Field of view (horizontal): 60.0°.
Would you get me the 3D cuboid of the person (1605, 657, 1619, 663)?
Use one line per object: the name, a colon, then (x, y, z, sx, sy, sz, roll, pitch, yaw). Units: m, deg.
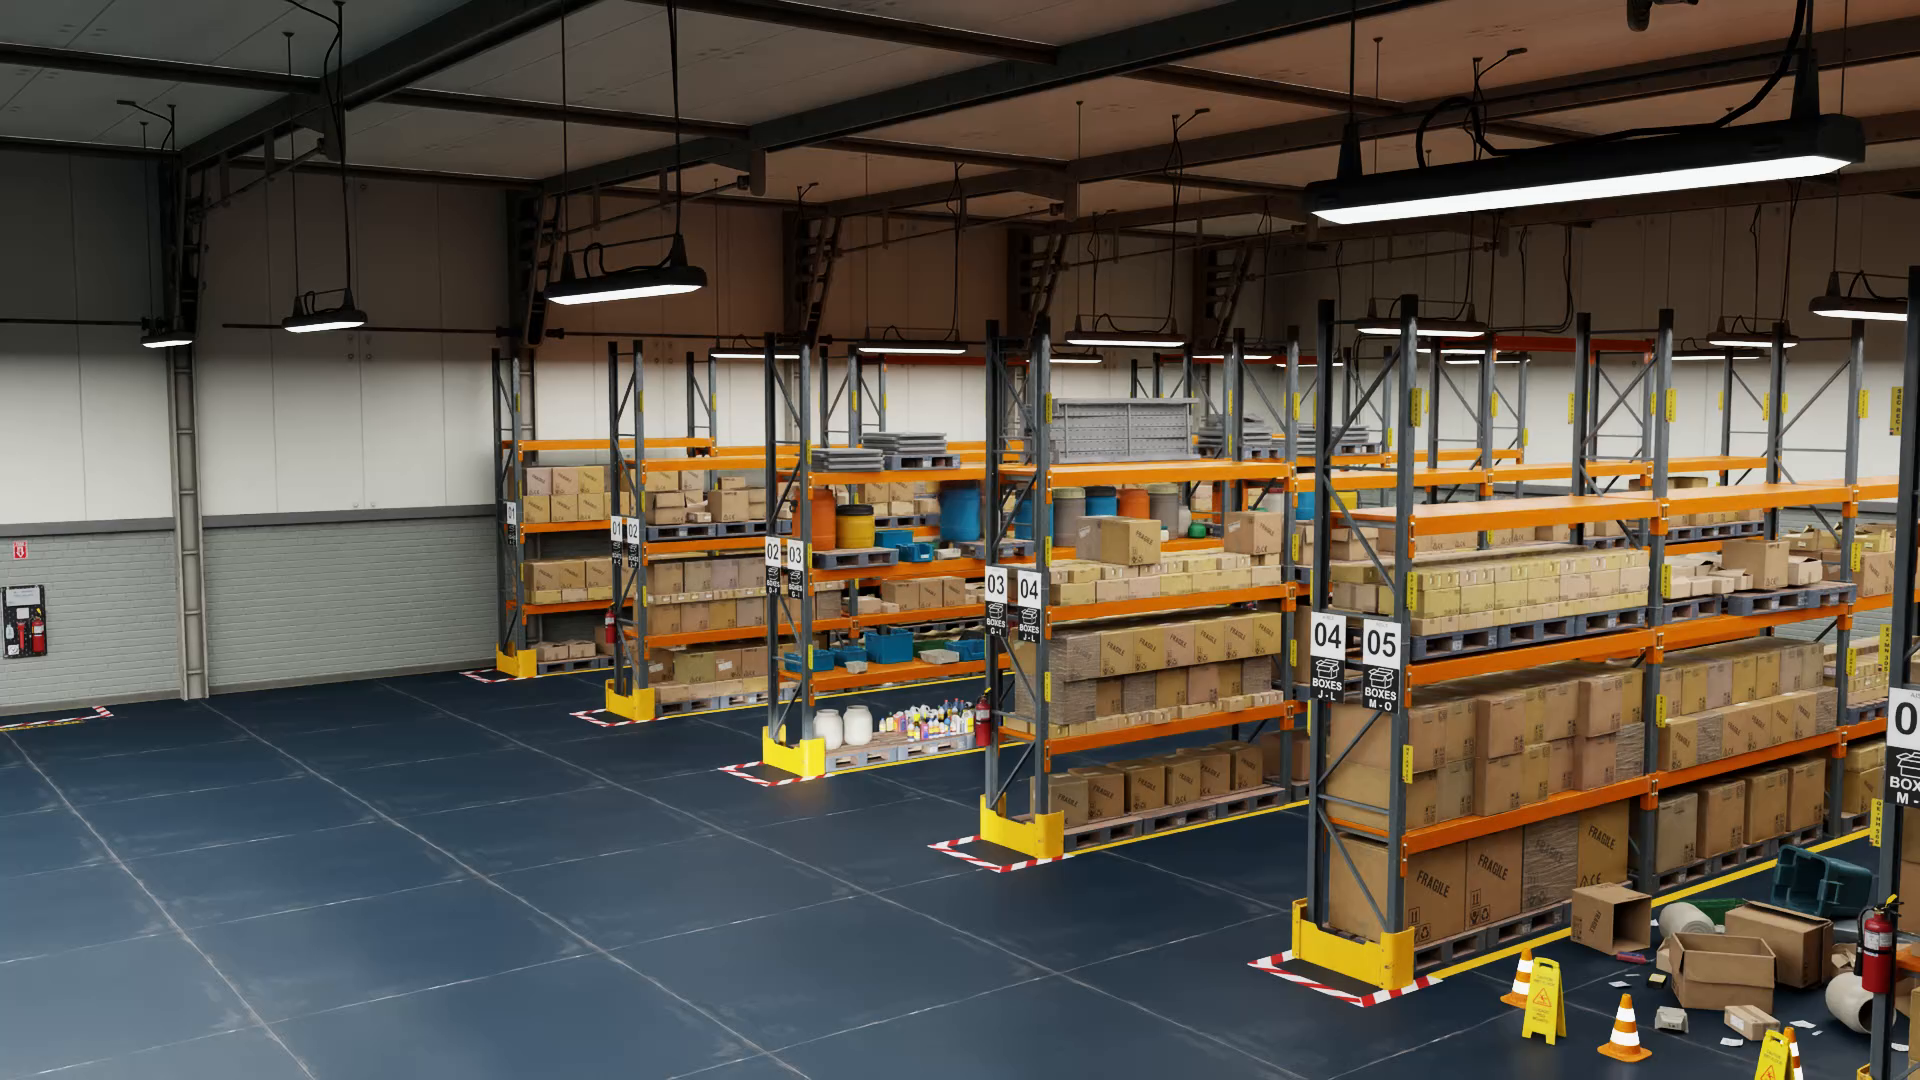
person: (8.739, 2.381, 22.449, 1.082, 1.606, 0.532, -4, 7, -40)

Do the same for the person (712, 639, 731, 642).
person: (-4.312, 1.778, 29.531, 0.434, 1.546, 0.967, 4, 7, 41)

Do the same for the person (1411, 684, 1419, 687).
person: (5.508, 2.534, 20.393, 0.575, 1.769, 0.405, 3, 6, 30)
